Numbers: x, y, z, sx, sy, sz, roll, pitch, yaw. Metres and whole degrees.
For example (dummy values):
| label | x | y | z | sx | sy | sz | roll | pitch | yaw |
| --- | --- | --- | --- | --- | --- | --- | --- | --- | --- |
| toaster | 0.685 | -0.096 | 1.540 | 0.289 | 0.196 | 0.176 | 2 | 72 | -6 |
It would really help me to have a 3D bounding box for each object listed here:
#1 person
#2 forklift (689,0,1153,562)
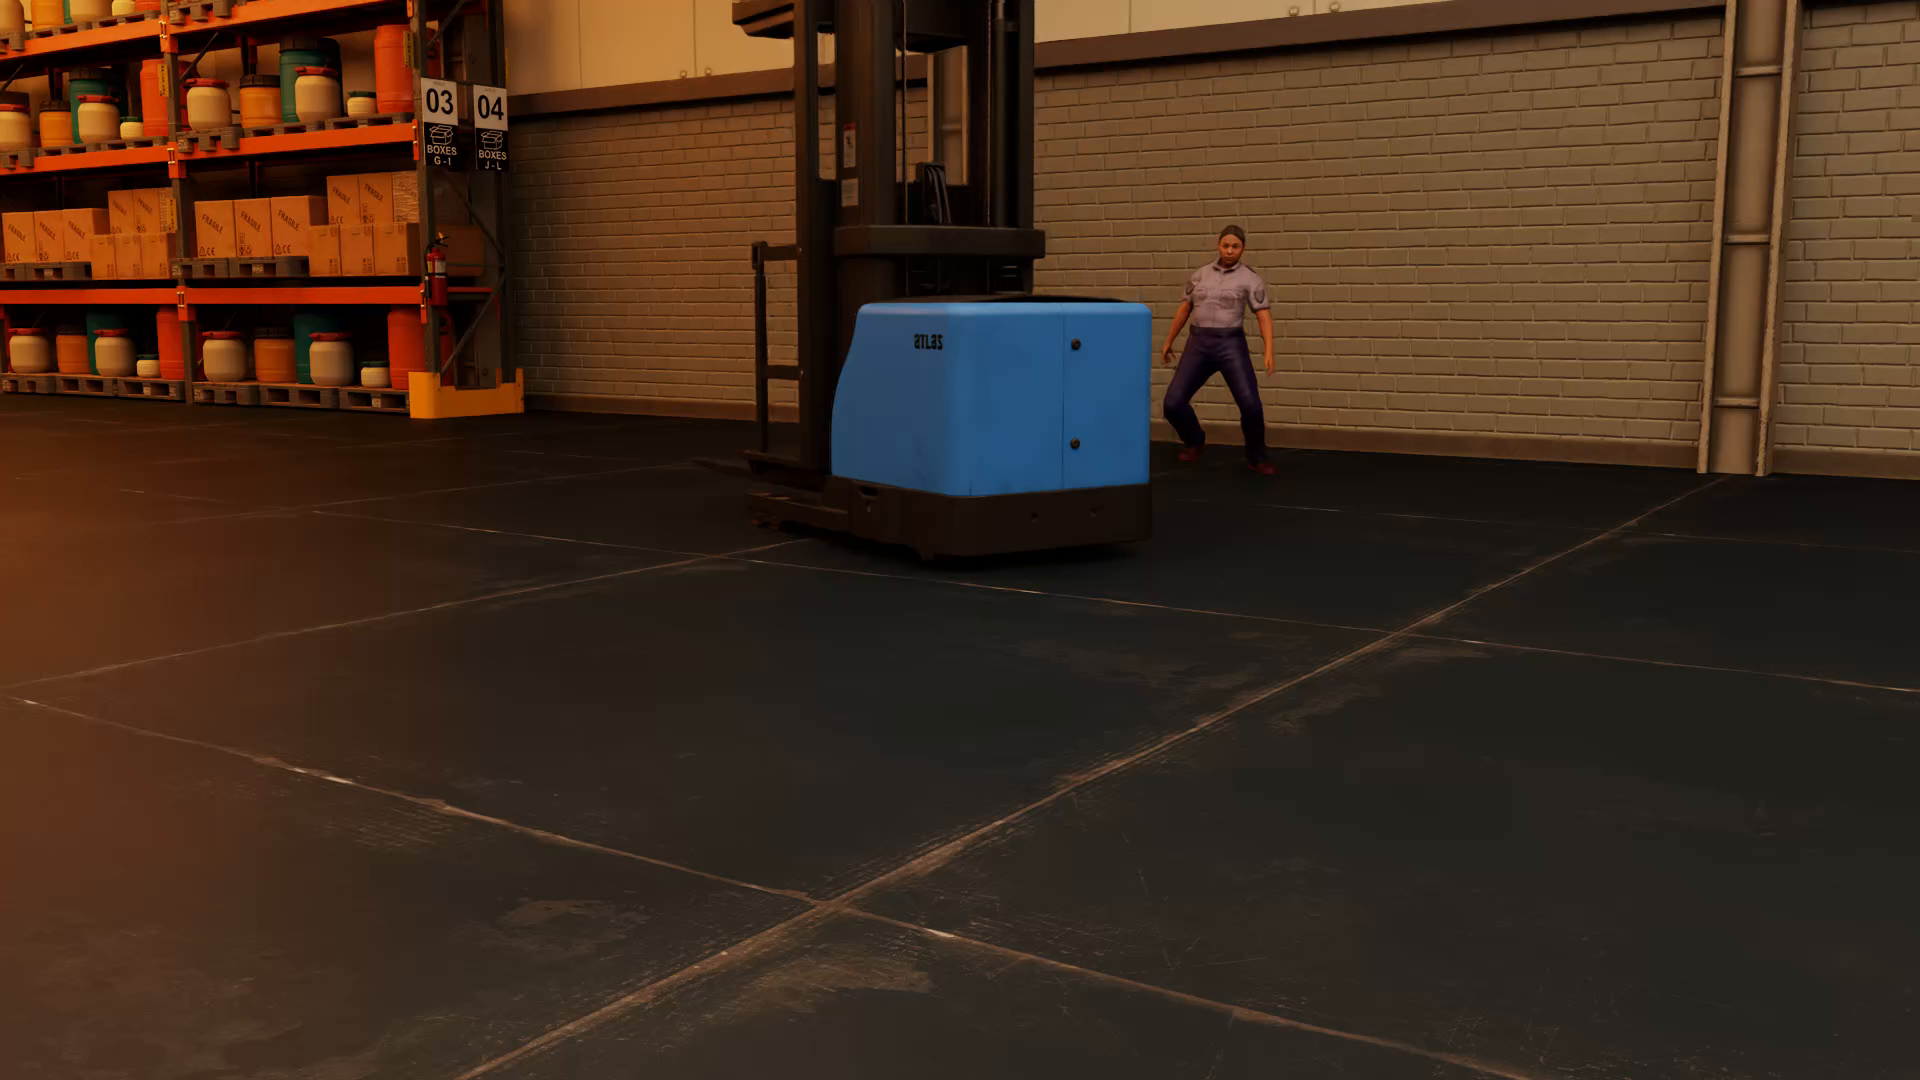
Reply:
| label | x | y | z | sx | sy | sz | roll | pitch | yaw |
| --- | --- | --- | --- | --- | --- | --- | --- | --- | --- |
| person | 1.642 | -1.213 | 10.630 | 0.831 | 1.571 | 0.483 | 5 | 10 | 33 |
| forklift | -0.394 | -1.527 | 7.932 | 1.130 | 2.935 | 3.031 | -5 | 10 | -33 |
